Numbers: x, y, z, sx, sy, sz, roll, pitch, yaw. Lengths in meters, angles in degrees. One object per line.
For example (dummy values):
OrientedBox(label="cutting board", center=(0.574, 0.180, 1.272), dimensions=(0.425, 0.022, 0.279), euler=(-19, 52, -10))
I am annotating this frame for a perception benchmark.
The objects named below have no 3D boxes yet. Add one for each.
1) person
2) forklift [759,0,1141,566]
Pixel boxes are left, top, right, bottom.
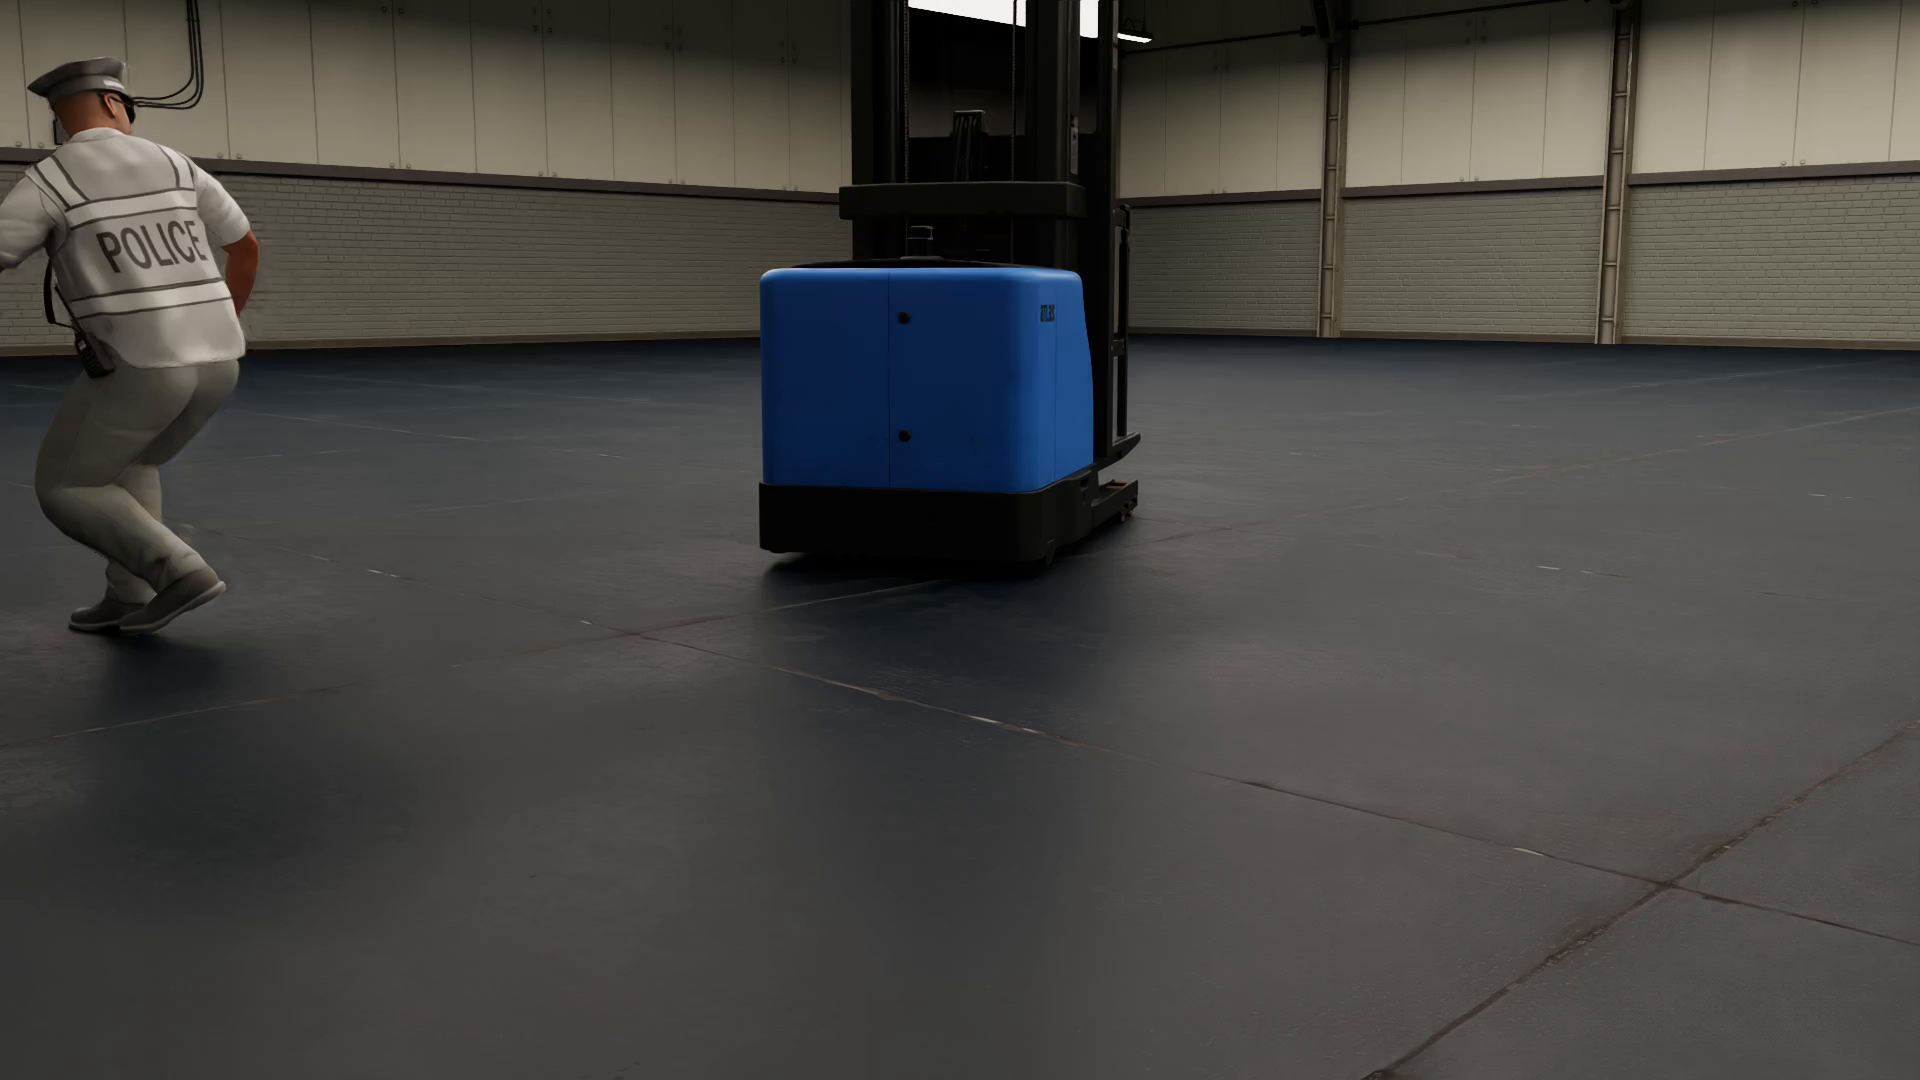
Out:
OrientedBox(label="person", center=(-2.463, -0.547, 4.845), dimensions=(0.819, 1.646, 0.862), euler=(4, 9, 23))
OrientedBox(label="forklift", center=(0.169, -1.537, 7.079), dimensions=(1.130, 2.935, 3.031), euler=(2, 9, 16))
